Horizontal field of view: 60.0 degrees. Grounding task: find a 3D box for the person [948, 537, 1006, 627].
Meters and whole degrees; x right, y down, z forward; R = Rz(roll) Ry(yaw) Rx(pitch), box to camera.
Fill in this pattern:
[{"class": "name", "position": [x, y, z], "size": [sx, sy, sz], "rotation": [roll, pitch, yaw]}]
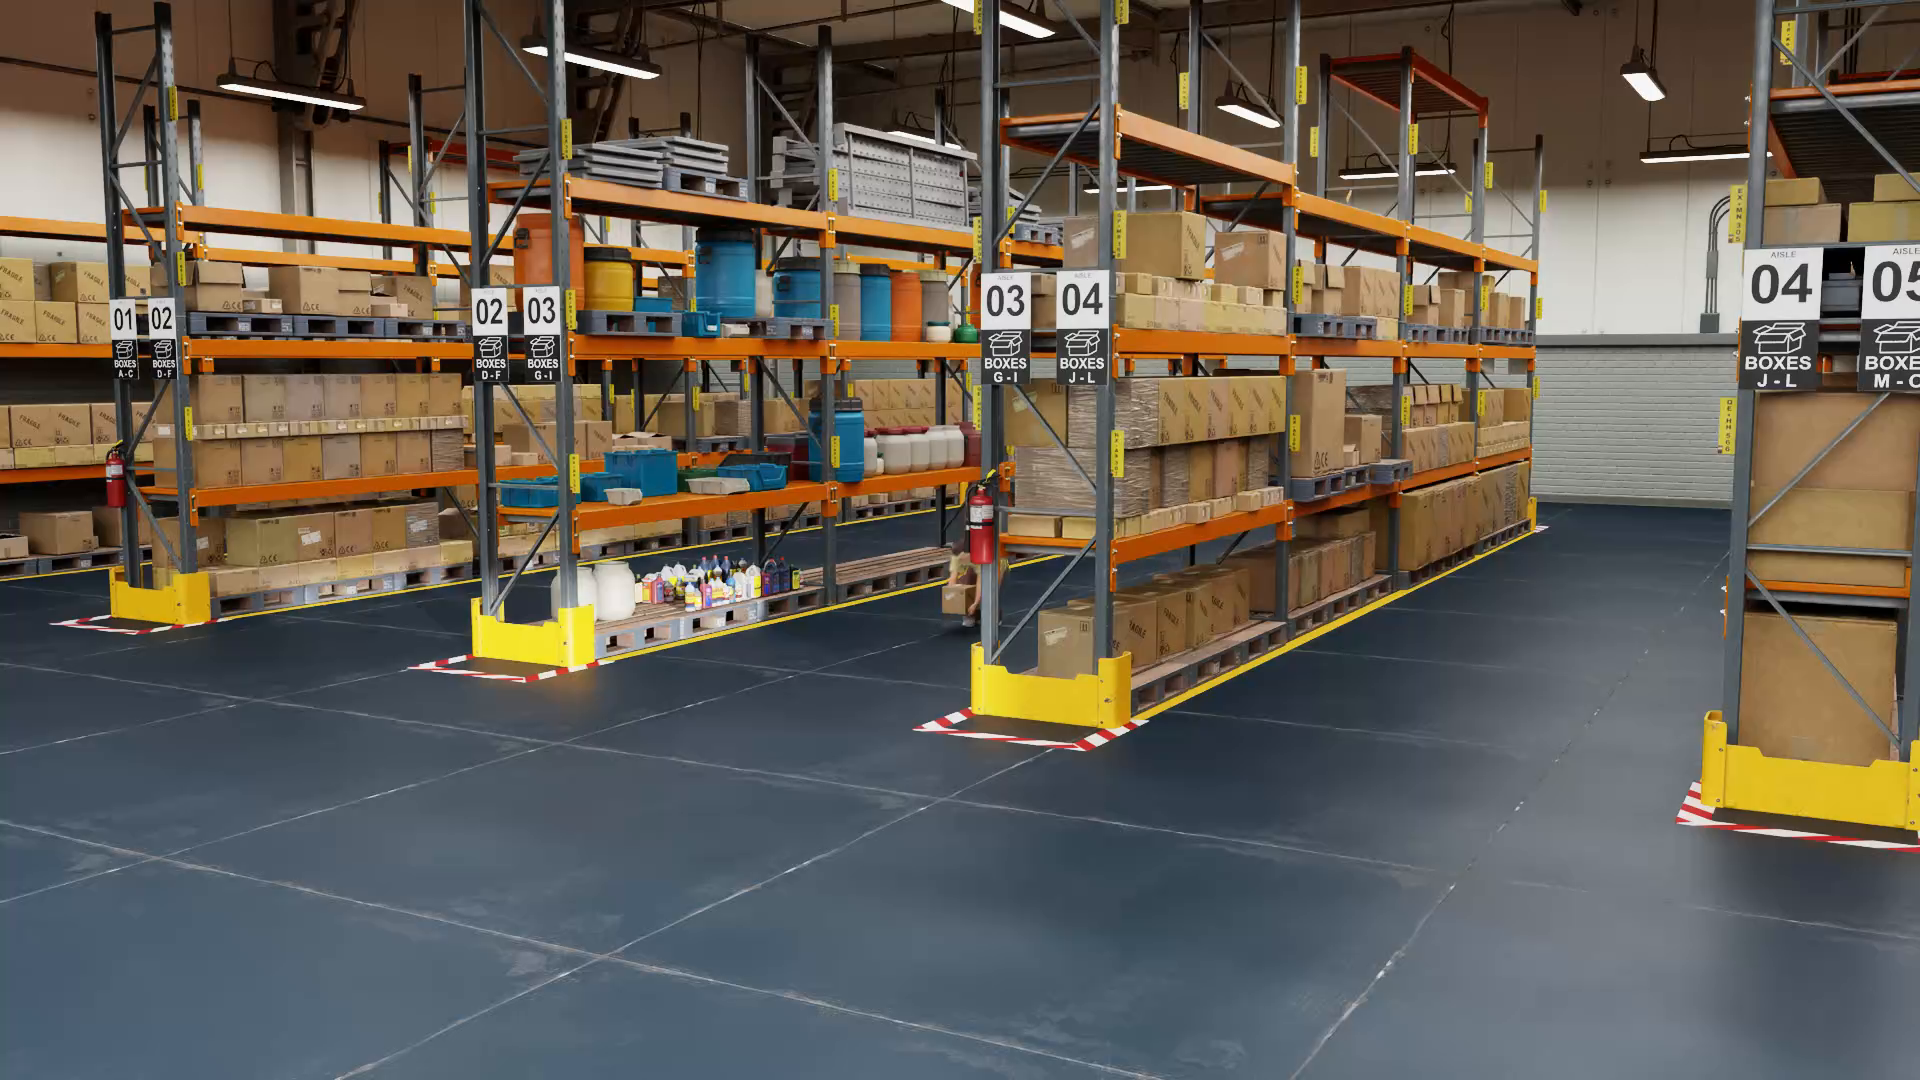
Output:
[{"class": "person", "position": [0.159, 0.396, 16.113], "size": [0.472, 0.937, 0.852], "rotation": [3, 7, 26]}]
